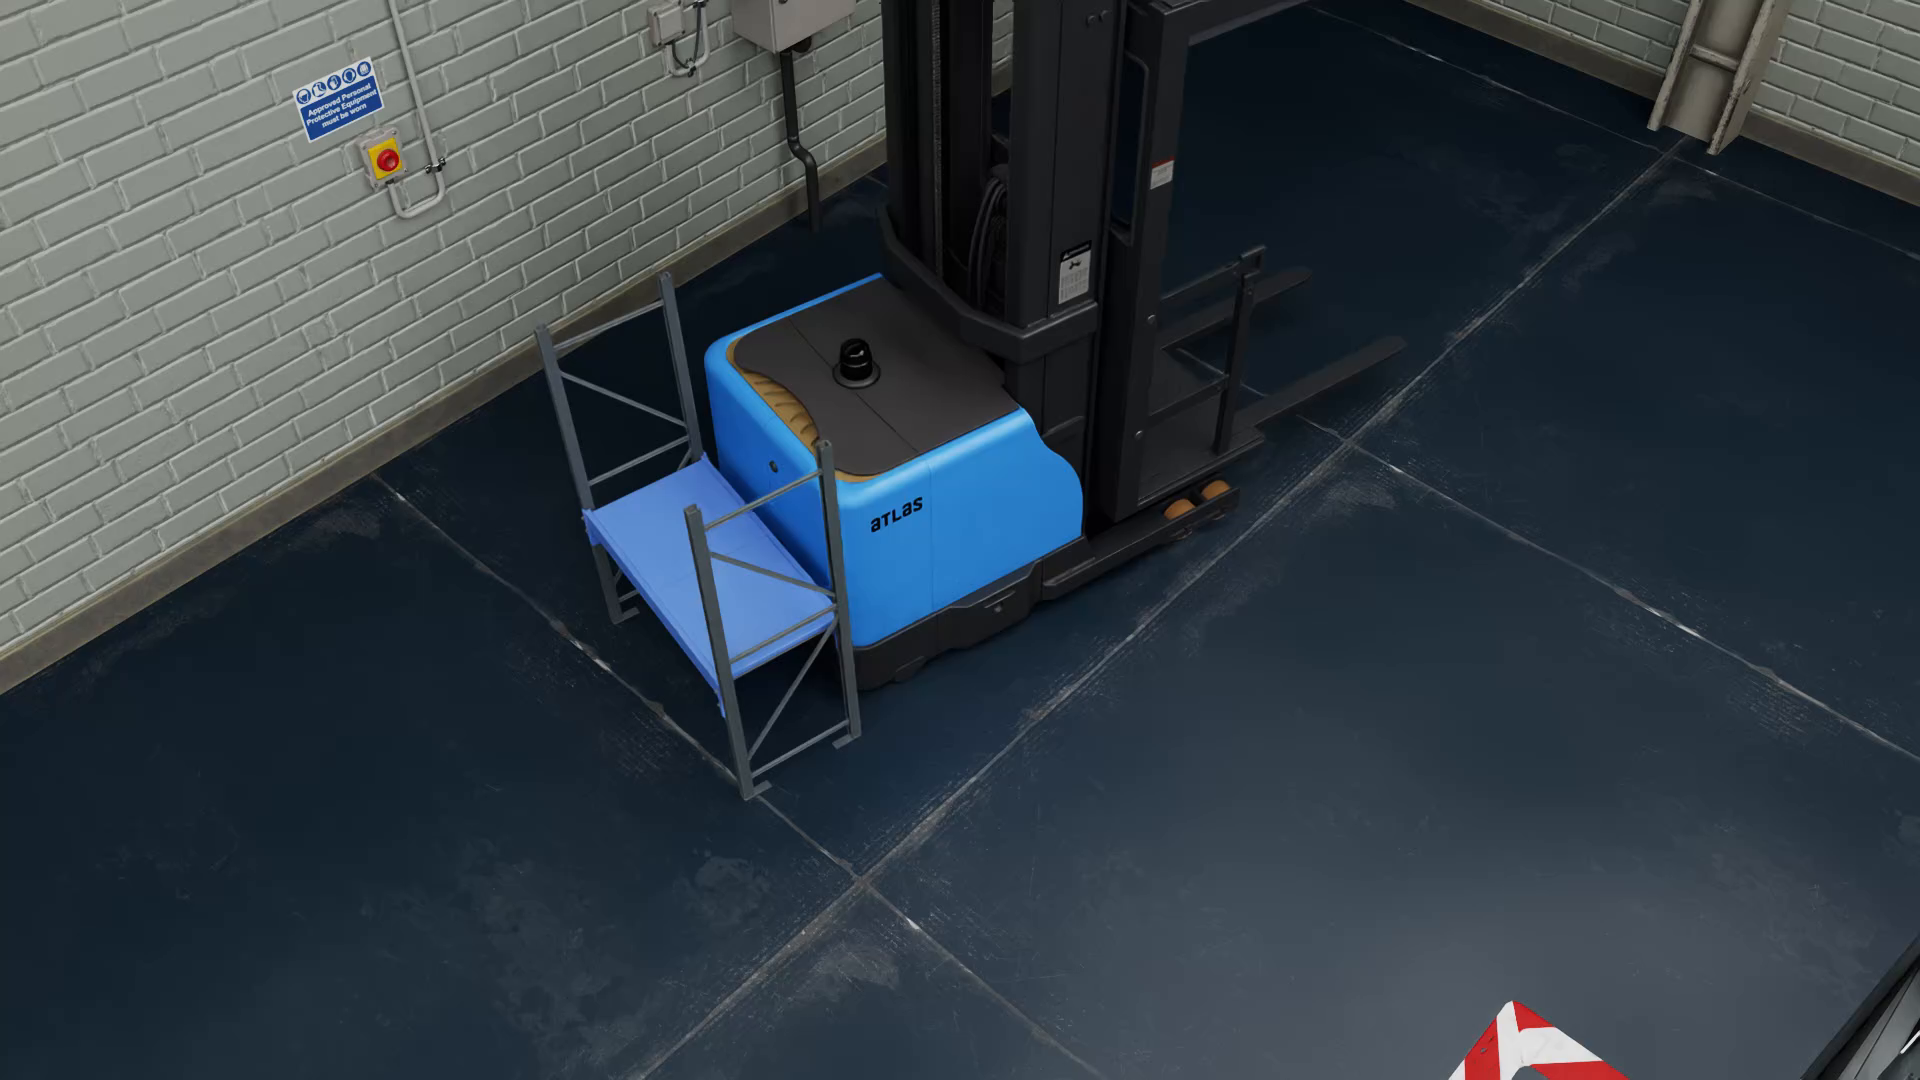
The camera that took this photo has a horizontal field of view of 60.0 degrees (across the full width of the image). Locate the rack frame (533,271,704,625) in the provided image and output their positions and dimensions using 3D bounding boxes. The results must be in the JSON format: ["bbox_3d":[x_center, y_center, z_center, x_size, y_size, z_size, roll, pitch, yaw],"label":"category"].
[{"bbox_3d":[-1.177,-0.289,6.094,0.500,1.500,0.032,-28,53,-22],"label":"rack frame"}]

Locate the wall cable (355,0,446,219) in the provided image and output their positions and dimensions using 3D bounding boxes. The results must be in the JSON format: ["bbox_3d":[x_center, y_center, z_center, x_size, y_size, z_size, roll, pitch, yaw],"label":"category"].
[{"bbox_3d":[-2.214,-1.888,5.855,0.123,1.953,0.585,34,55,28],"label":"wall cable"}]

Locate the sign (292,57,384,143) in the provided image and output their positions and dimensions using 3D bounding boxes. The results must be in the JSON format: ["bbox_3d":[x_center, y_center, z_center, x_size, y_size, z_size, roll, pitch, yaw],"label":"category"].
[{"bbox_3d":[-2.292,-1.626,6.143,0.001,0.218,0.327,34,55,28],"label":"sign"}]

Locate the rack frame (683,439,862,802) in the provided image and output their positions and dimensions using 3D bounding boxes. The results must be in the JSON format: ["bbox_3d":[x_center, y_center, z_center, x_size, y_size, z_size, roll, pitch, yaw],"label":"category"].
[{"bbox_3d":[-0.589,0.316,5.526,0.500,1.500,0.032,-28,53,-22],"label":"rack frame"}]

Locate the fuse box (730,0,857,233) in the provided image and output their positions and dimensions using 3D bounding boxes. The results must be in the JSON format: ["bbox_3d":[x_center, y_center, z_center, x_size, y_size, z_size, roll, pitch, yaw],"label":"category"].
[{"bbox_3d":[-0.682,-2.142,7.696,0.414,1.711,0.539,34,55,28],"label":"fuse box"}]

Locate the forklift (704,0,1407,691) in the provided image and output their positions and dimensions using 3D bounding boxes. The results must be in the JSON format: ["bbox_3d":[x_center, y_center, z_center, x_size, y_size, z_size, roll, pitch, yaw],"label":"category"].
[{"bbox_3d":[0.552,-1.300,6.069,3.031,2.935,1.130,-27,52,-23],"label":"forklift"}]

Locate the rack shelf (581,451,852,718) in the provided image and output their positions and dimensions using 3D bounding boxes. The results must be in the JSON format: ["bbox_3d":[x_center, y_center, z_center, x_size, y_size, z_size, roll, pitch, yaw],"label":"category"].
[{"bbox_3d":[-0.880,0.135,5.943,0.538,0.185,1.000,-28,53,-22],"label":"rack shelf"}]

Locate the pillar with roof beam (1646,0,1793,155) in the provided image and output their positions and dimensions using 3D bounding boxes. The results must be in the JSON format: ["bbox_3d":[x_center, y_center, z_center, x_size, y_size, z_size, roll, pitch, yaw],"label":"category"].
[{"bbox_3d":[1.019,-2.978,3.482,0.400,9.000,9.100,34,55,28],"label":"pillar with roof beam"}]

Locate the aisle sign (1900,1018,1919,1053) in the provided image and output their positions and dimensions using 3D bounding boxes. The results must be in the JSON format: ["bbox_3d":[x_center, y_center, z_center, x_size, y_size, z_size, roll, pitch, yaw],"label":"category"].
[{"bbox_3d":[1.695,0.476,2.571,0.004,0.787,0.394,34,55,28],"label":"aisle sign"}]

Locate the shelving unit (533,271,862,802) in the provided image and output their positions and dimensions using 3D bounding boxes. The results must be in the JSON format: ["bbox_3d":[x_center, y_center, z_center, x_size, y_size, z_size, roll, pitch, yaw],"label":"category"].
[{"bbox_3d":[-0.883,0.014,5.810,0.538,1.500,1.048,-28,53,-22],"label":"shelving unit"}]

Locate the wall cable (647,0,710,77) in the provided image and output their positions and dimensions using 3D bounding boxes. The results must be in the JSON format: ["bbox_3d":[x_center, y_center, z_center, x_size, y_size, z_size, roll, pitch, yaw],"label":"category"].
[{"bbox_3d":[-1.261,-2.643,6.586,0.122,1.984,0.588,34,55,28],"label":"wall cable"}]
